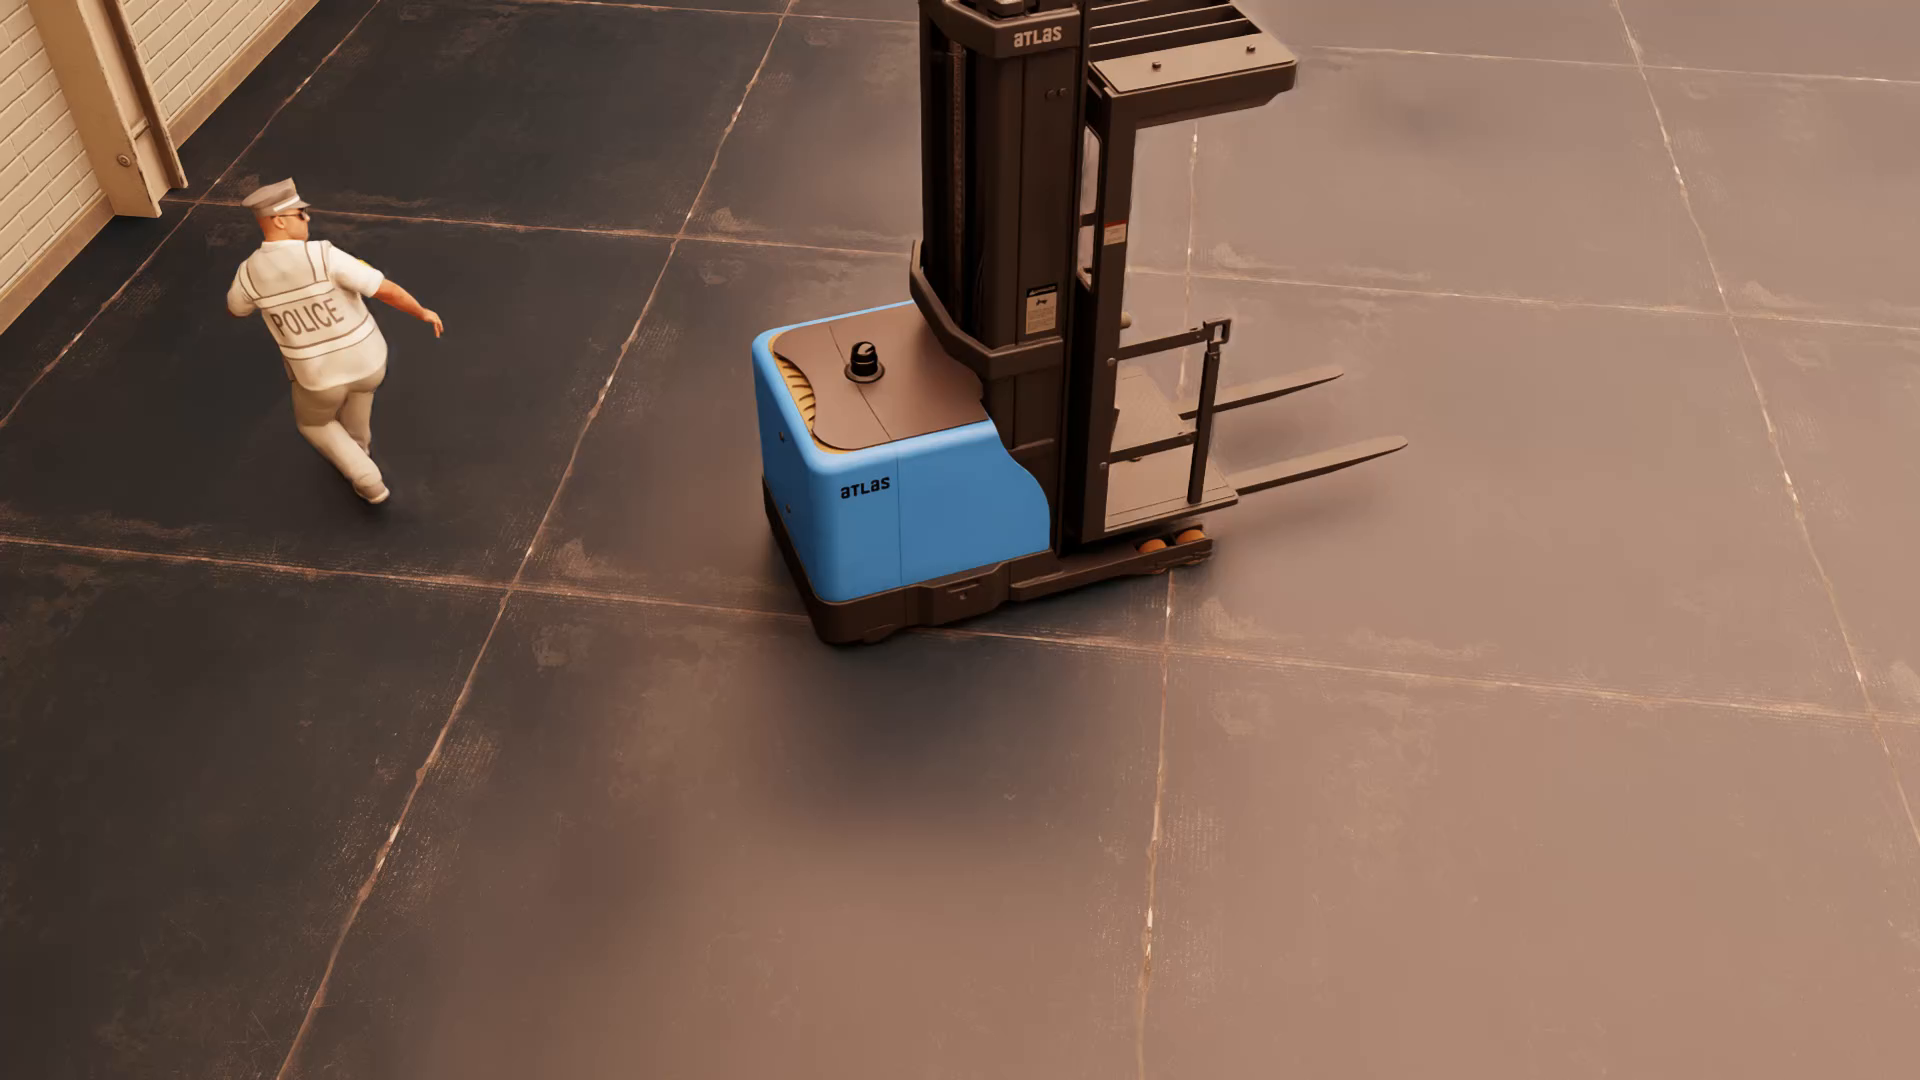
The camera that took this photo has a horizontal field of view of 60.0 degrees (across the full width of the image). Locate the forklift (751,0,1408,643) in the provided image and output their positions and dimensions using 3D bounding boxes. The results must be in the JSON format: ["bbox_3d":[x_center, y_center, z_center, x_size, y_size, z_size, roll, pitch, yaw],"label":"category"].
[{"bbox_3d":[0.643,-1.240,7.075,3.031,2.935,1.130,-14,44,-15],"label":"forklift"}]

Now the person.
[{"bbox_3d":[-2.882,-0.962,7.745,0.887,1.637,0.855,-17,45,-17],"label":"person"}]
